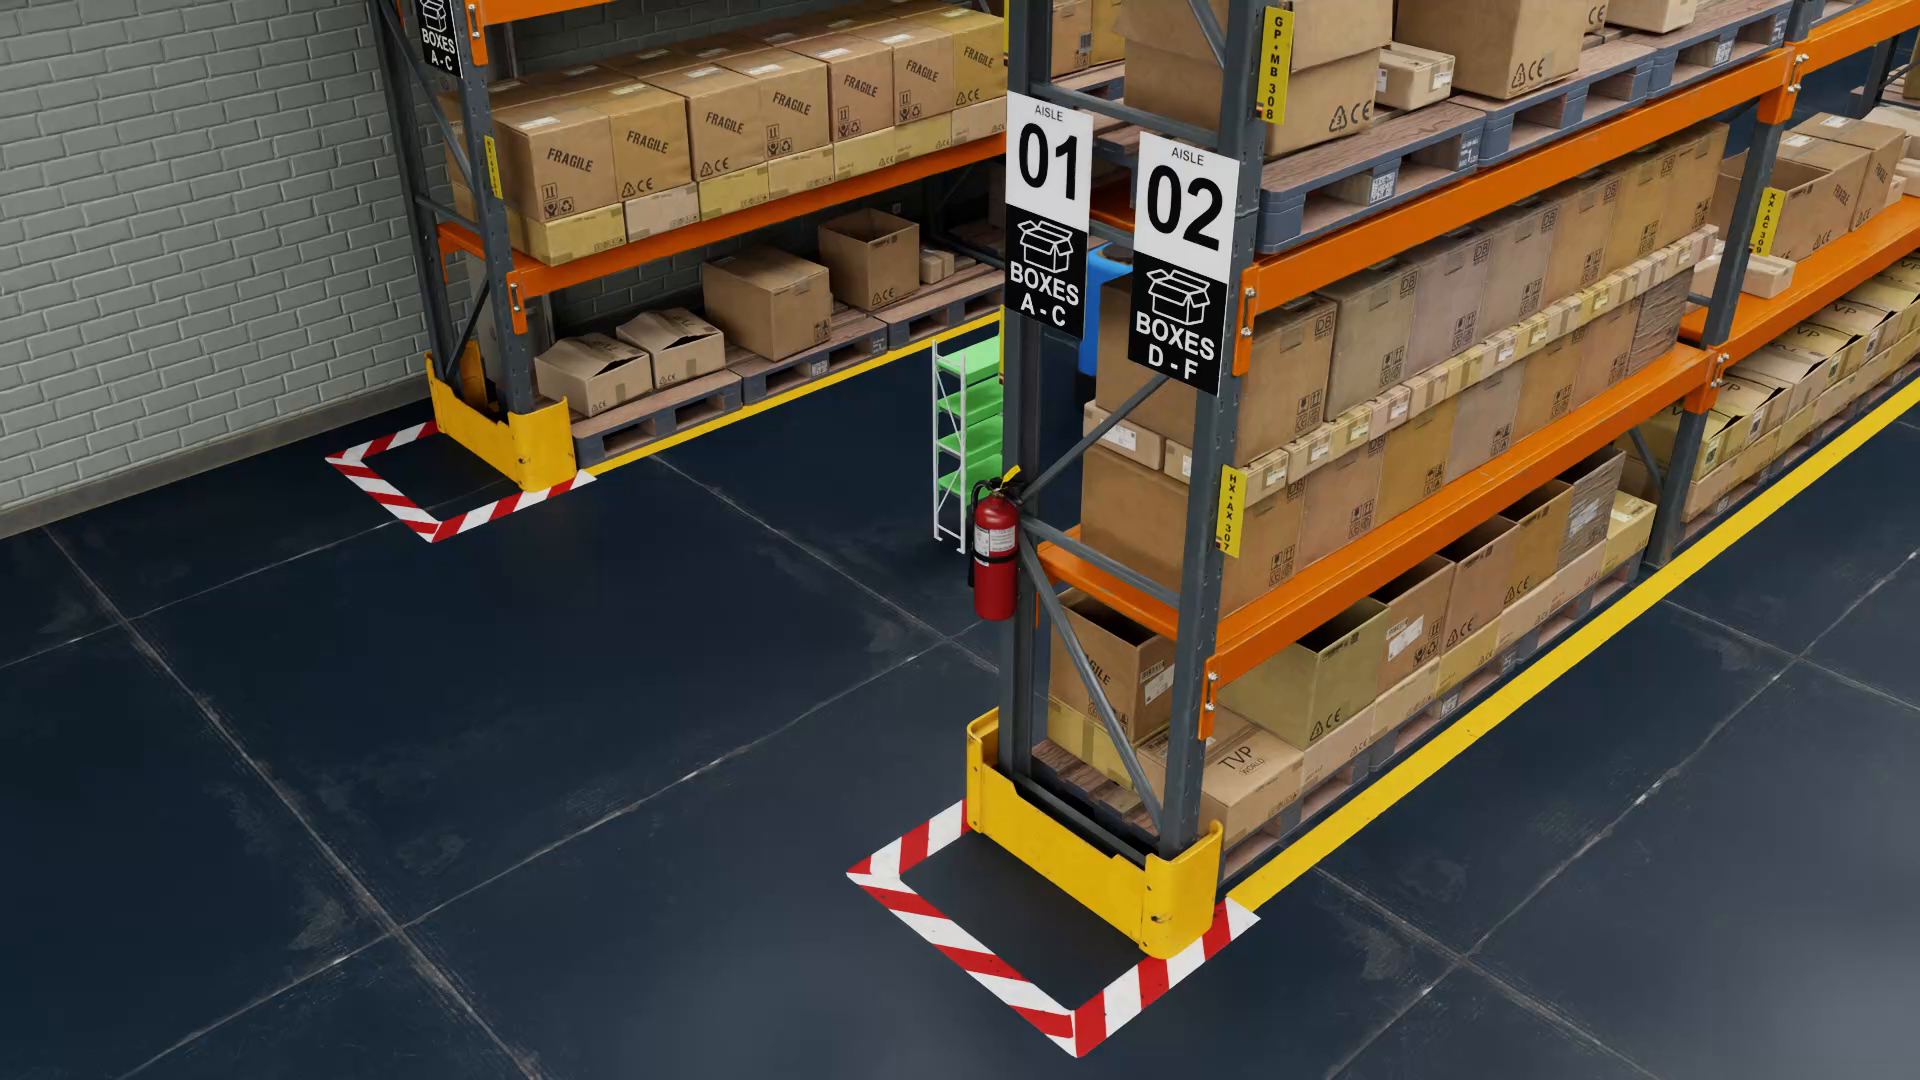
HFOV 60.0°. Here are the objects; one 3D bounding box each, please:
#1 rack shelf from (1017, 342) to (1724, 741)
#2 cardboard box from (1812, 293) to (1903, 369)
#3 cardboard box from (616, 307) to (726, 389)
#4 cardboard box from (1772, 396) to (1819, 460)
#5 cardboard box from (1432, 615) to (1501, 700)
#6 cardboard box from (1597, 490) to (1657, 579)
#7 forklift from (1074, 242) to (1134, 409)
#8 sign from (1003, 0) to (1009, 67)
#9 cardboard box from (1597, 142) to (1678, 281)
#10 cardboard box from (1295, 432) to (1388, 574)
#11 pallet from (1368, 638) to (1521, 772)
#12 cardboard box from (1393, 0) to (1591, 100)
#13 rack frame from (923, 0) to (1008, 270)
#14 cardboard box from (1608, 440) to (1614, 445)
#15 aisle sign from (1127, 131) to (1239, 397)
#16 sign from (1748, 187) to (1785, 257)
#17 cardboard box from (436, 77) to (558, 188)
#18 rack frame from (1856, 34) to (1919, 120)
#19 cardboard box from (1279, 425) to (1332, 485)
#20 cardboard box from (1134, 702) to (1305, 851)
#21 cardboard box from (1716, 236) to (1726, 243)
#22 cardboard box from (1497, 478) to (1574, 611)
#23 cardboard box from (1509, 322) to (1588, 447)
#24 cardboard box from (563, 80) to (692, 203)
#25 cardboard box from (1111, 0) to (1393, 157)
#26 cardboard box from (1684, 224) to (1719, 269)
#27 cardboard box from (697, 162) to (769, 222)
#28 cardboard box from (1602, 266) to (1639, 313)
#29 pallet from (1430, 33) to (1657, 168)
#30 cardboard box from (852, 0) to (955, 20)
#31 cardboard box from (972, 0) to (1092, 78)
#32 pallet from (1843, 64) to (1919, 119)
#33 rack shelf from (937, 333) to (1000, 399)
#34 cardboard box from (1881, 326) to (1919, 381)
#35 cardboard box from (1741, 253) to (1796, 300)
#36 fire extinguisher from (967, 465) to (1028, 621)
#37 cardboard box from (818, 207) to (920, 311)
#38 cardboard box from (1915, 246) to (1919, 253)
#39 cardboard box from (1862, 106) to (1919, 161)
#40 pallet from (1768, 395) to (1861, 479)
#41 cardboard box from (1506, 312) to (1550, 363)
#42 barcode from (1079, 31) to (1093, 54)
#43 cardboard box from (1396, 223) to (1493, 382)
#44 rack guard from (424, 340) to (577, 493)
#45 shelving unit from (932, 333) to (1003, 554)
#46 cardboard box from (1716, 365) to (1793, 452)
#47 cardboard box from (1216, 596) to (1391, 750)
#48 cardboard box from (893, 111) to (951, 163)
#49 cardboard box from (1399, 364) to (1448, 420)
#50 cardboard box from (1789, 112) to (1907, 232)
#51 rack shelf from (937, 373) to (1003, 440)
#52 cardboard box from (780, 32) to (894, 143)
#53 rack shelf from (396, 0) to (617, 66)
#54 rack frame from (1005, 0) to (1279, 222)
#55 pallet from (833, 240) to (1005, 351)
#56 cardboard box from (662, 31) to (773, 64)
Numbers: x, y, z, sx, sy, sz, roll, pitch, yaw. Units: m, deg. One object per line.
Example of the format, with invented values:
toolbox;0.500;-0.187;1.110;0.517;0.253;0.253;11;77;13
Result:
rack shelf;2.009;-0.309;7.570;4.000;0.370;1.077;-26;40;-35
cardboard box;5.444;-1.345;10.269;0.500;0.311;0.500;-26;40;-36
cardboard box;-1.841;-1.254;10.581;0.500;0.311;0.500;-22;38;-32
cardboard box;4.694;-0.745;9.827;0.500;0.250;0.500;-27;41;-37
cardboard box;2.188;0.451;7.870;0.500;0.250;0.500;-26;40;-35
cardboard box;3.284;-0.083;8.744;0.500;0.250;0.500;-26;40;-35
forklift;2.080;-2.462;10.467;1.130;2.935;3.031;25;39;35
sign;0.184;-1.743;5.576;0.005;0.325;0.100;-26;40;-35
cardboard box;2.785;-1.582;7.622;0.500;0.500;0.700;-26;40;-36
cardboard box;1.276;-0.298;6.766;0.500;0.500;0.700;-25;39;-34
pallet;1.969;0.565;8.123;1.213;0.211;1.003;-26;40;-35
cardboard box;1.946;-1.952;6.059;0.500;0.500;0.500;-26;40;-35
rack frame;0.105;-3.219;11.639;0.127;3.000;1.000;-26;40;-35
cardboard box;3.578;-0.824;9.418;0.500;0.311;0.500;-26;40;-35
aisle sign;0.703;-0.875;5.314;0.004;0.787;0.394;-26;40;-35
sign;3.854;-1.517;7.949;0.005;0.325;0.100;-26;40;-35
cardboard box;-2.627;-2.313;9.563;0.500;0.500;0.500;-26;40;-36
rack frame;6.409;-2.744;10.862;0.127;3.000;1.000;-26;40;-35
cardboard box;1.169;-0.377;6.274;0.250;0.149;0.380;-27;41;-37
cardboard box;1.087;0.982;7.001;0.500;0.250;0.500;-26;40;-35
cardboard box;3.996;-1.650;9.202;0.258;0.266;0.396;-27;40;-37
cardboard box;2.546;-0.052;7.973;0.500;0.500;0.500;-26;40;-35
cardboard box;2.402;-0.842;7.656;0.500;0.500;0.700;-25;39;-35
cardboard box;-1.904;-2.290;9.526;0.500;0.500;0.500;-26;40;-35
cardboard box;0.967;-1.671;5.597;0.637;0.503;0.797;-23;38;-32
cardboard box;3.422;-1.466;8.055;0.250;0.149;0.380;-26;40;-35
cardboard box;-1.506;-2.164;10.039;0.500;0.250;0.500;-27;40;-36
cardboard box;2.857;-1.192;7.606;0.250;0.149;0.380;-26;40;-36
pallet;1.974;-1.824;6.567;1.213;0.211;1.003;-26;40;-35
cardboard box;-0.382;-3.397;11.335;0.500;0.500;0.500;-27;40;-36
cardboard box;0.501;-3.617;11.772;0.500;0.500;0.700;-26;40;-35
pallet;6.858;-2.930;11.349;1.003;0.211;1.213;-26;40;-35
rack shelf;0.121;-0.926;8.816;0.480;0.148;0.258;-26;40;-35
cardboard box;5.814;-1.286;10.711;0.500;0.250;0.500;-26;40;-36
cardboard box;4.265;-1.454;8.994;0.250;0.149;0.380;-26;40;-35
fire extinguisher;0.140;-0.009;6.464;0.183;0.674;0.296;-26;40;-35
cardboard box;-0.629;-1.957;11.549;0.500;0.500;0.500;26;40;35
cardboard box;6.937;-1.917;11.485;0.500;0.500;0.500;-24;39;-34
cardboard box;6.113;-2.594;10.702;0.500;0.311;0.500;-23;38;-33
pallet;4.885;-0.847;10.432;1.213;0.211;1.003;-26;40;-35
cardboard box;2.297;-0.921;7.163;0.250;0.149;0.380;-24;39;-34
barcode;0.436;-1.725;5.765;0.075;0.075;0.001;-26;40;-35
cardboard box;1.684;-1.050;6.752;0.500;0.500;0.700;-26;40;-35
rack guard;-2.772;-0.761;10.015;0.348;0.500;1.175;-26;40;-35
shelving unit;0.121;-0.571;9.033;0.503;1.200;0.258;-26;40;-35
cardboard box;4.319;-0.797;9.374;0.500;0.311;0.500;-26;40;-36
cardboard box;1.453;0.484;7.097;0.500;0.500;0.500;-26;40;-35
cardboard box;-0.407;-2.706;10.925;0.500;0.250;0.500;-26;40;-35
cardboard box;1.733;-0.649;6.719;0.250;0.149;0.380;-27;41;-37
cardboard box;5.190;-2.185;9.853;0.500;0.500;0.500;27;40;36
rack shelf;0.121;-0.721;8.941;0.480;0.148;0.258;-26;40;-35
cardboard box;-0.770;-2.844;10.431;0.500;0.500;0.500;-27;41;-37
rack shelf;-1.361;-3.482;9.884;4.000;0.370;1.077;-26;40;-35
rack frame;0.543;-2.466;4.657;0.127;3.000;1.000;-26;40;-35
pallet;-0.363;-1.778;11.955;1.213;0.211;1.003;-26;40;-35
cardboard box;-1.506;-2.852;10.444;0.500;0.500;0.500;-25;39;-35
